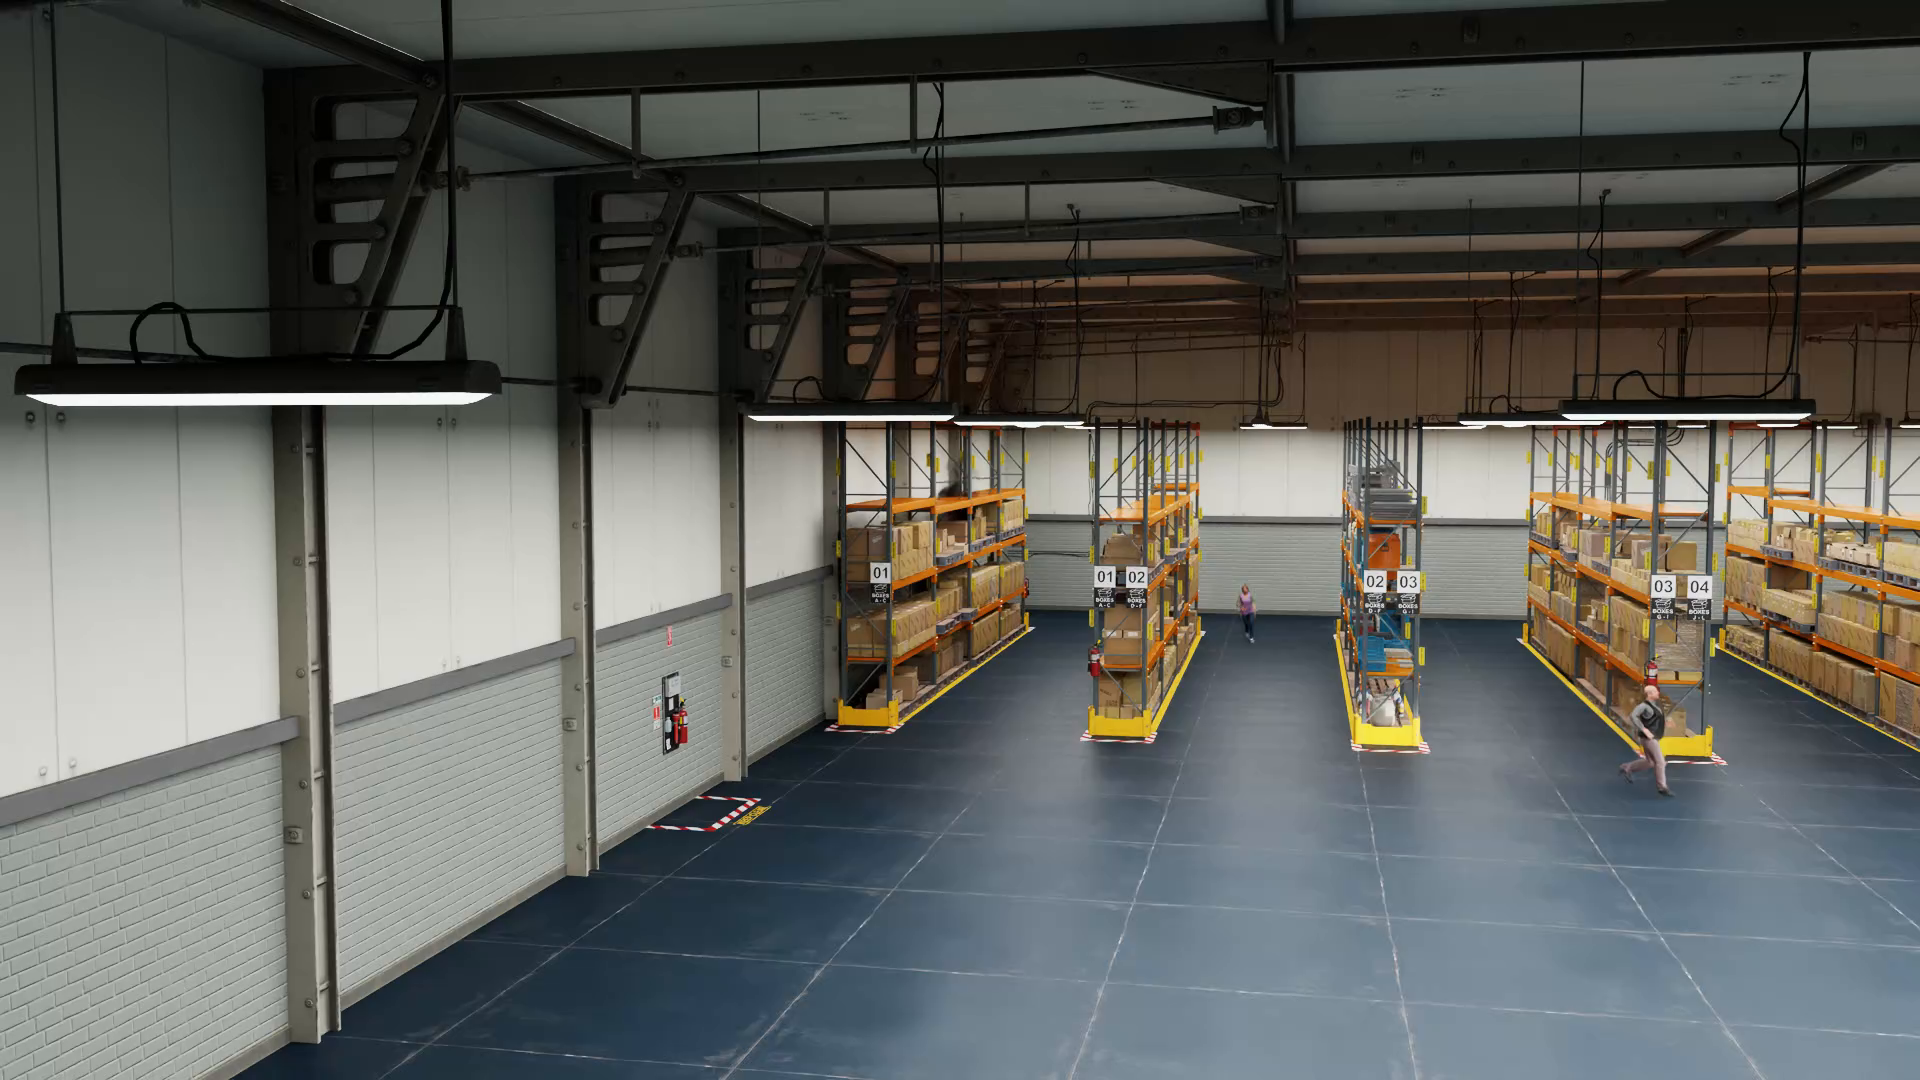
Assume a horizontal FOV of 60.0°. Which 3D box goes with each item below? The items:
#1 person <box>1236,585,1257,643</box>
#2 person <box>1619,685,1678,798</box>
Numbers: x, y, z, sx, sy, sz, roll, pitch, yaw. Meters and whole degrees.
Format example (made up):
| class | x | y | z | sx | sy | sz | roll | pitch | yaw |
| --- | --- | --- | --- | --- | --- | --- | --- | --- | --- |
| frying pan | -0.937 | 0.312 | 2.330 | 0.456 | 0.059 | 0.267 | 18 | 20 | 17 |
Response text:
| class | x | y | z | sx | sy | sz | roll | pitch | yaw |
| --- | --- | --- | --- | --- | --- | --- | --- | --- | --- |
| person | 7.845 | 2.016 | 45.534 | 0.573 | 1.544 | 0.646 | 0 | 4 | 2 |
| person | 10.907 | 3.160 | 26.330 | 0.928 | 1.727 | 0.663 | 3 | 5 | 38 |
